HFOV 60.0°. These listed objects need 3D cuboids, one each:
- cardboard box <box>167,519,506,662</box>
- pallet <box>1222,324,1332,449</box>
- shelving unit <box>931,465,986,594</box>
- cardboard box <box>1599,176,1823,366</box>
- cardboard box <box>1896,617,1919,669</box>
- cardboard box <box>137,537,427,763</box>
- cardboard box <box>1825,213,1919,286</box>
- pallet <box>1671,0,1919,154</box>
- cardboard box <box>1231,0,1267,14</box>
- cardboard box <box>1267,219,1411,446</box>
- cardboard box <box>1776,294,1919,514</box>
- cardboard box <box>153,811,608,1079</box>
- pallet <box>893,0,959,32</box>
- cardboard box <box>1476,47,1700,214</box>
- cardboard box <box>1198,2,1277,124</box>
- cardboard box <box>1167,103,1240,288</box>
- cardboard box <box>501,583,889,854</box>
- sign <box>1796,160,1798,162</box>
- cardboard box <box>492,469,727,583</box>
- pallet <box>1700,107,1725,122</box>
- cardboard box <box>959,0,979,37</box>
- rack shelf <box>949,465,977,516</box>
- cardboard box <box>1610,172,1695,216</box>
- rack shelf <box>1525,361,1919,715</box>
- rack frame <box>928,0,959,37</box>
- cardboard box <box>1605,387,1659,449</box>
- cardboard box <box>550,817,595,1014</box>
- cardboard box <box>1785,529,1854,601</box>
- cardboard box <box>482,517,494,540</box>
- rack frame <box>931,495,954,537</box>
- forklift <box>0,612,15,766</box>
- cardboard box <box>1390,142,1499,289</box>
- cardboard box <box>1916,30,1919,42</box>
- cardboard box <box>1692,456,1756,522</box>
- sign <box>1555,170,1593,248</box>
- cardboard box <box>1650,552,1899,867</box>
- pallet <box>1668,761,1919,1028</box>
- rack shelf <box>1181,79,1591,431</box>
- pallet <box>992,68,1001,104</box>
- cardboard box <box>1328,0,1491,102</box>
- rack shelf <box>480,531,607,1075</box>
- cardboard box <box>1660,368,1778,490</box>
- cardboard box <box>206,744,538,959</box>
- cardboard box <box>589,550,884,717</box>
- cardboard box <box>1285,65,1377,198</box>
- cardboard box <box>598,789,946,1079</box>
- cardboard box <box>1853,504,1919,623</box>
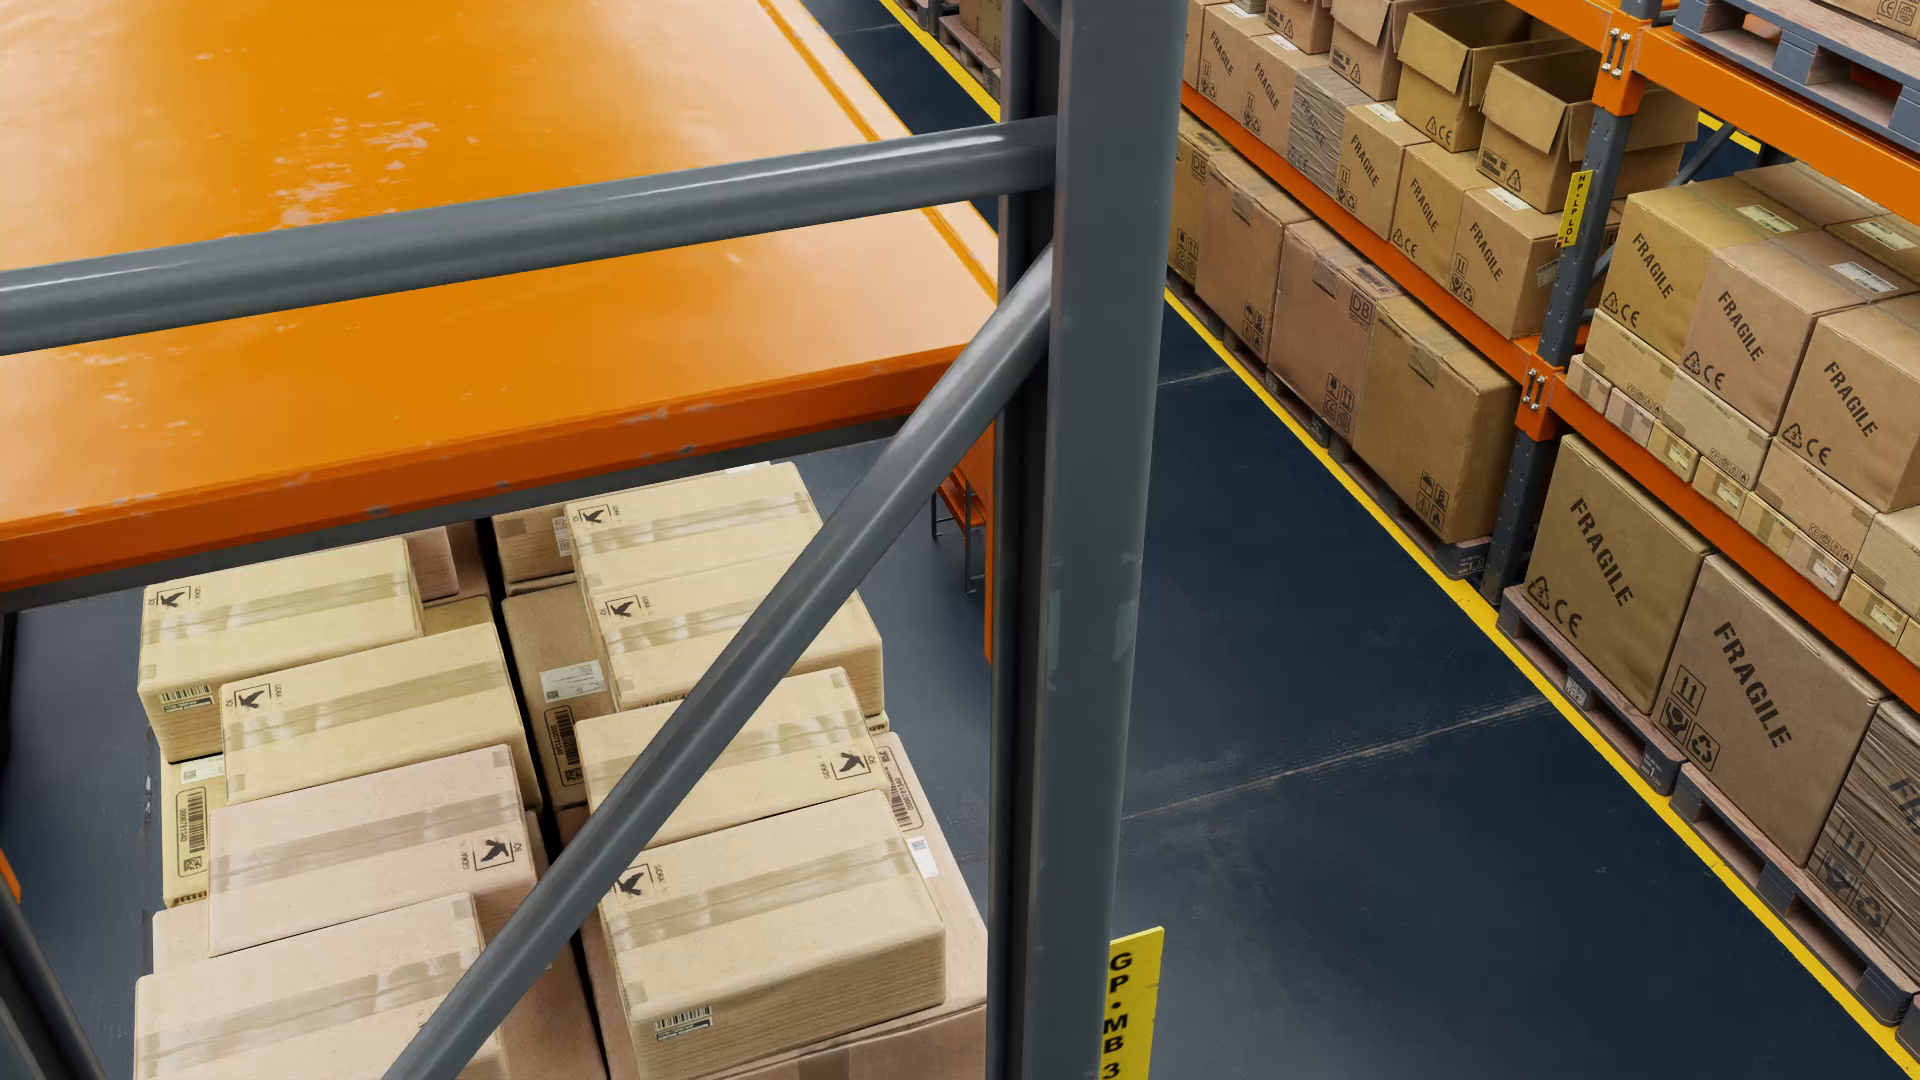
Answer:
[{"bbox_3d":[-1.087,0.090,2.914,0.500,0.250,0.500,-12,39,-15],"label":"cardboard box"},{"bbox_3d":[2.217,-1.012,9.479,1.003,0.211,1.213,-12,39,-16],"label":"pallet"},{"bbox_3d":[0.057,-0.386,7.825,0.258,1.200,0.503,-12,39,-16],"label":"shelving unit"},{"bbox_3d":[2.902,-1.051,6.466,0.500,0.500,0.500,-12,39,-16],"label":"cardboard box"},{"bbox_3d":[3.396,0.348,5.564,0.380,0.149,0.250,-12,39,-15],"label":"cardboard box"},{"bbox_3d":[-1.003,0.158,2.492,0.380,0.149,0.250,-12,39,-15],"label":"cardboard box"},{"bbox_3d":[3.555,-0.886,6.248,0.500,0.500,0.500,-12,39,-15],"label":"cardboard box"},{"bbox_3d":[3.249,-1.714,5.673,1.003,0.211,1.213,-12,39,-16],"label":"pallet"},{"bbox_3d":[1.837,-3.300,9.281,0.797,0.503,0.637,-11,38,-14],"label":"cardboard box"},{"bbox_3d":[2.430,-1.197,8.823,1.225,0.875,0.875,-14,39,-18],"label":"cardboard box"},{"bbox_3d":[3.247,-0.478,5.706,0.500,0.500,0.500,-14,39,-17],"label":"cardboard box"},{"bbox_3d":[-0.736,0.668,2.146,0.500,0.250,0.500,-14,39,-17],"label":"cardboard box"},{"bbox_3d":[-0.040,-4.793,14.498,1.003,0.211,1.213,-12,39,-16],"label":"pallet"},{"bbox_3d":[2.749,-1.815,7.311,0.797,0.503,0.637,-13,39,-17],"label":"cardboard box"},{"bbox_3d":[1.692,-2.693,9.310,0.500,0.500,0.500,-13,39,-17],"label":"cardboard box"},{"bbox_3d":[1.818,-2.200,10.155,1.225,0.875,0.875,-14,39,-18],"label":"cardboard box"},{"bbox_3d":[-0.426,0.279,2.662,0.500,0.250,0.500,-13,39,-17],"label":"cardboard box"},{"bbox_3d":[3.497,-1.509,7.035,0.100,0.325,0.005,-12,39,-16],"label":"sign"},{"bbox_3d":[-0.603,-0.091,2.822,0.380,0.149,0.250,-11,38,-15],"label":"cardboard box"},{"bbox_3d":[6.021,-3.633,12.958,1.003,0.211,1.213,-12,39,-16],"label":"pallet"},{"bbox_3d":[0.415,-4.361,13.319,0.700,0.500,0.500,-15,40,-19],"label":"cardboard box"},{"bbox_3d":[0.057,-0.332,7.866,0.258,0.148,0.480,-12,39,-16],"label":"rack shelf"},{"bbox_3d":[3.053,-1.367,7.549,0.500,0.500,0.500,-12,39,-16],"label":"cardboard box"},{"bbox_3d":[3.665,0.402,5.882,1.077,0.370,4.000,-12,39,-16],"label":"rack shelf"},{"bbox_3d":[0.224,-5.535,13.165,1.000,3.000,0.127,-12,39,-16],"label":"rack frame"},{"bbox_3d":[2.857,-0.531,6.731,0.380,0.149,0.250,-14,39,-17],"label":"cardboard box"},{"bbox_3d":[-0.430,0.471,2.824,0.500,0.250,0.500,-11,38,-14],"label":"cardboard box"},{"bbox_3d":[3.213,0.053,5.956,0.380,0.149,0.250,-12,39,-15],"label":"cardboard box"},{"bbox_3d":[-0.787,-0.111,3.597,0.500,0.250,0.500,-13,39,-16],"label":"cardboard box"},{"bbox_3d":[-0.027,-0.524,8.008,0.240,1.200,0.015,-12,39,-16],"label":"rack frame"},{"bbox_3d":[-4.909,-0.624,6.702,1.130,2.935,3.031,-14,39,-18],"label":"forklift"},{"bbox_3d":[2.396,-1.544,7.784,0.500,0.500,0.500,-11,38,-15],"label":"cardboard box"},{"bbox_3d":[3.483,-1.727,5.102,0.700,0.500,0.500,-11,38,-14],"label":"cardboard box"},{"bbox_3d":[3.040,-0.234,6.337,0.380,0.149,0.250,-13,39,-17],"label":"cardboard box"},{"bbox_3d":[2.471,-1.329,6.685,0.100,0.325,0.005,-12,39,-16],"label":"sign"},{"bbox_3d":[3.439,0.563,6.487,0.875,0.875,0.875,-12,39,-16],"label":"cardboard box"},{"bbox_3d":[3.589,1.234,6.496,1.003,0.211,1.213,-12,39,-16],"label":"pallet"},{"bbox_3d":[2.289,-1.858,8.882,1.077,0.370,4.000,-12,39,-16],"label":"rack shelf"},{"bbox_3d":[0.917,-3.291,12.504,1.003,0.211,1.213,-12,39,-16],"label":"pallet"},{"bbox_3d":[2.295,-2.553,8.290,0.797,0.503,0.637,-11,38,-14],"label":"cardboard box"},{"bbox_3d":[-1.027,0.173,3.692,1.077,0.370,4.000,-12,39,-16],"label":"rack shelf"},{"bbox_3d":[3.059,-0.473,6.323,0.500,0.250,0.500,-13,39,-16],"label":"cardboard box"},{"bbox_3d":[-0.742,0.435,2.125,0.380,0.149,0.250,-12,39,-15],"label":"cardboard box"},{"bbox_3d":[-0.332,0.170,2.476,0.380,0.149,0.250,-12,39,-16],"label":"cardboard box"},{"bbox_3d":[2.041,-2.122,8.551,0.500,0.500,0.500,-12,39,-16],"label":"cardboard box"},{"bbox_3d":[-0.236,0.486,2.056,0.380,0.149,0.250,-13,39,-16],"label":"cardboard box"},{"bbox_3d":[3.405,0.099,5.564,0.500,0.250,0.500,-12,39,-16],"label":"cardboard box"}]
